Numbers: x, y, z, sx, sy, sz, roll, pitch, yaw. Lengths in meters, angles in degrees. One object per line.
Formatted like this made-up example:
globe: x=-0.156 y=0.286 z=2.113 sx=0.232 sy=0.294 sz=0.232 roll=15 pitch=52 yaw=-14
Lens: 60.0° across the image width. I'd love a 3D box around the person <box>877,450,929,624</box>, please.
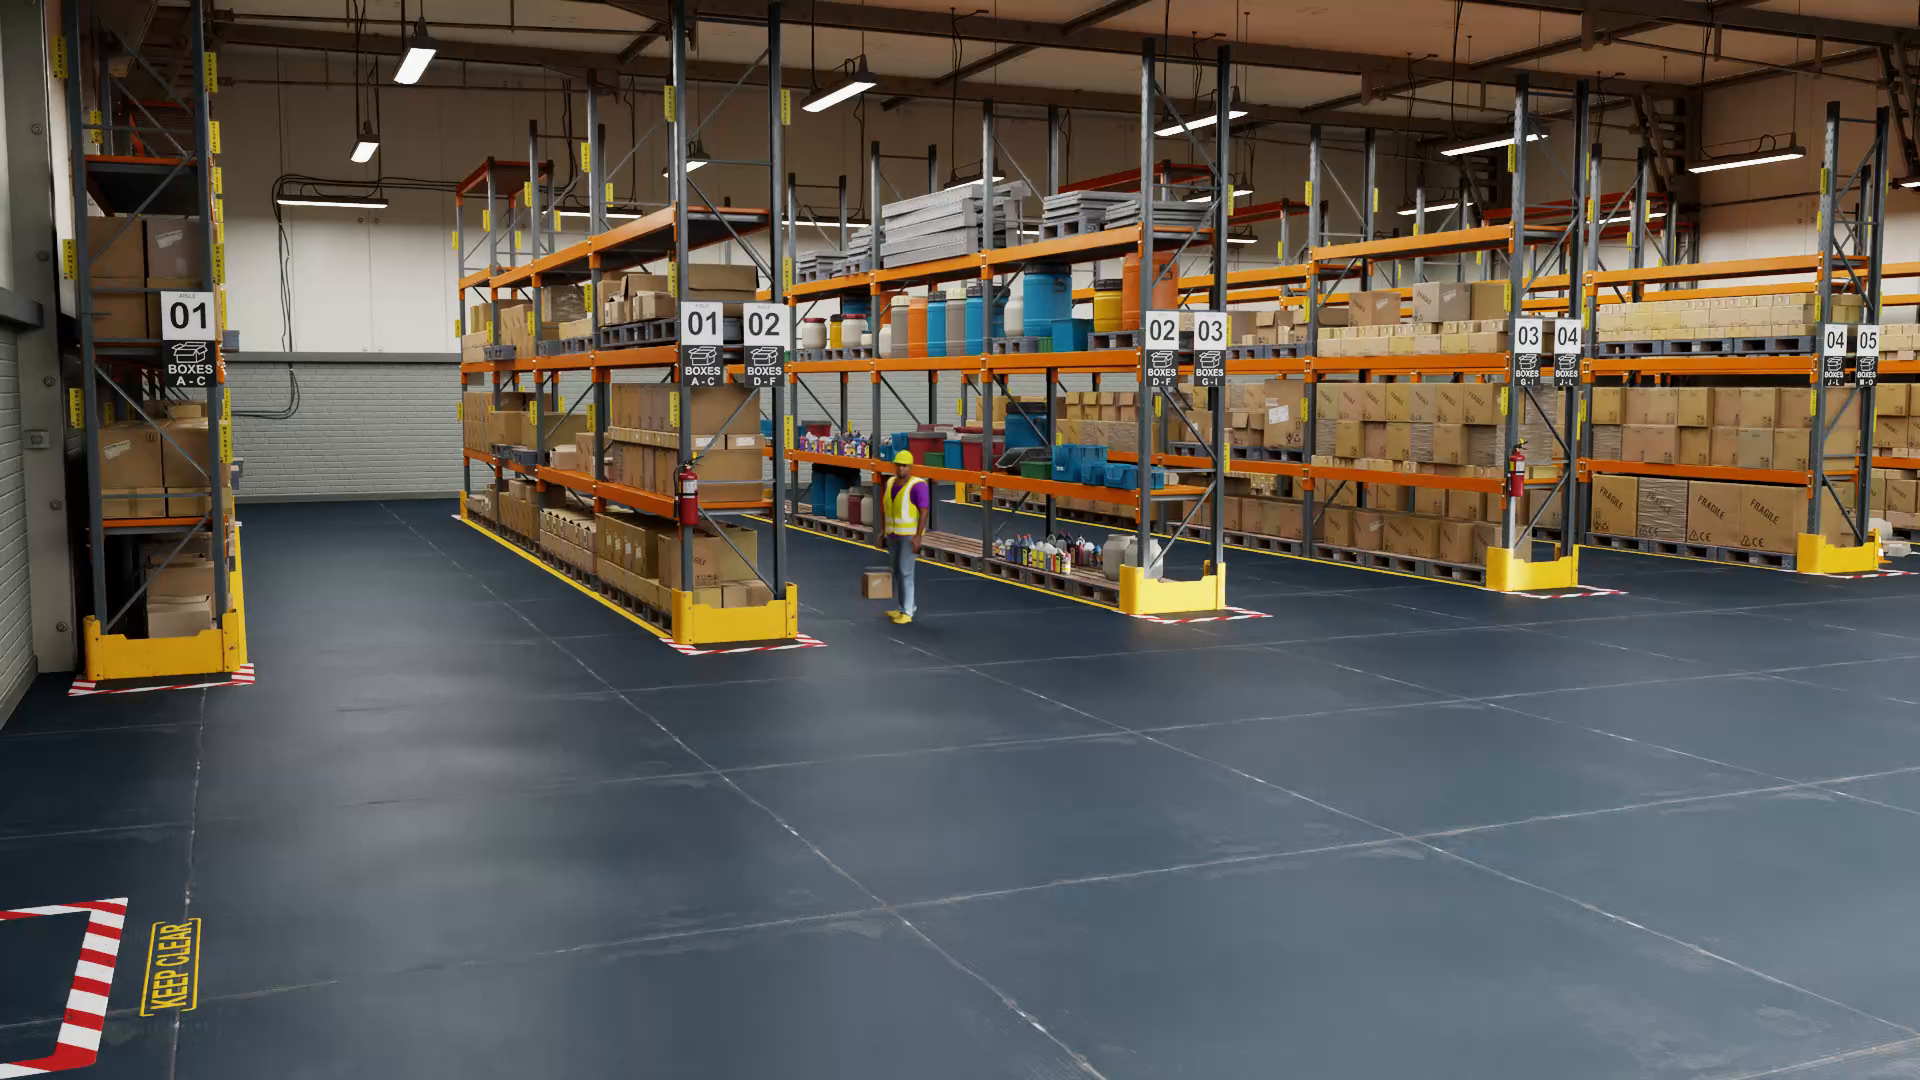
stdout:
person: x=-0.595 y=-0.041 z=17.064 sx=0.574 sy=1.766 sz=0.547 roll=5 pitch=7 yaw=43
